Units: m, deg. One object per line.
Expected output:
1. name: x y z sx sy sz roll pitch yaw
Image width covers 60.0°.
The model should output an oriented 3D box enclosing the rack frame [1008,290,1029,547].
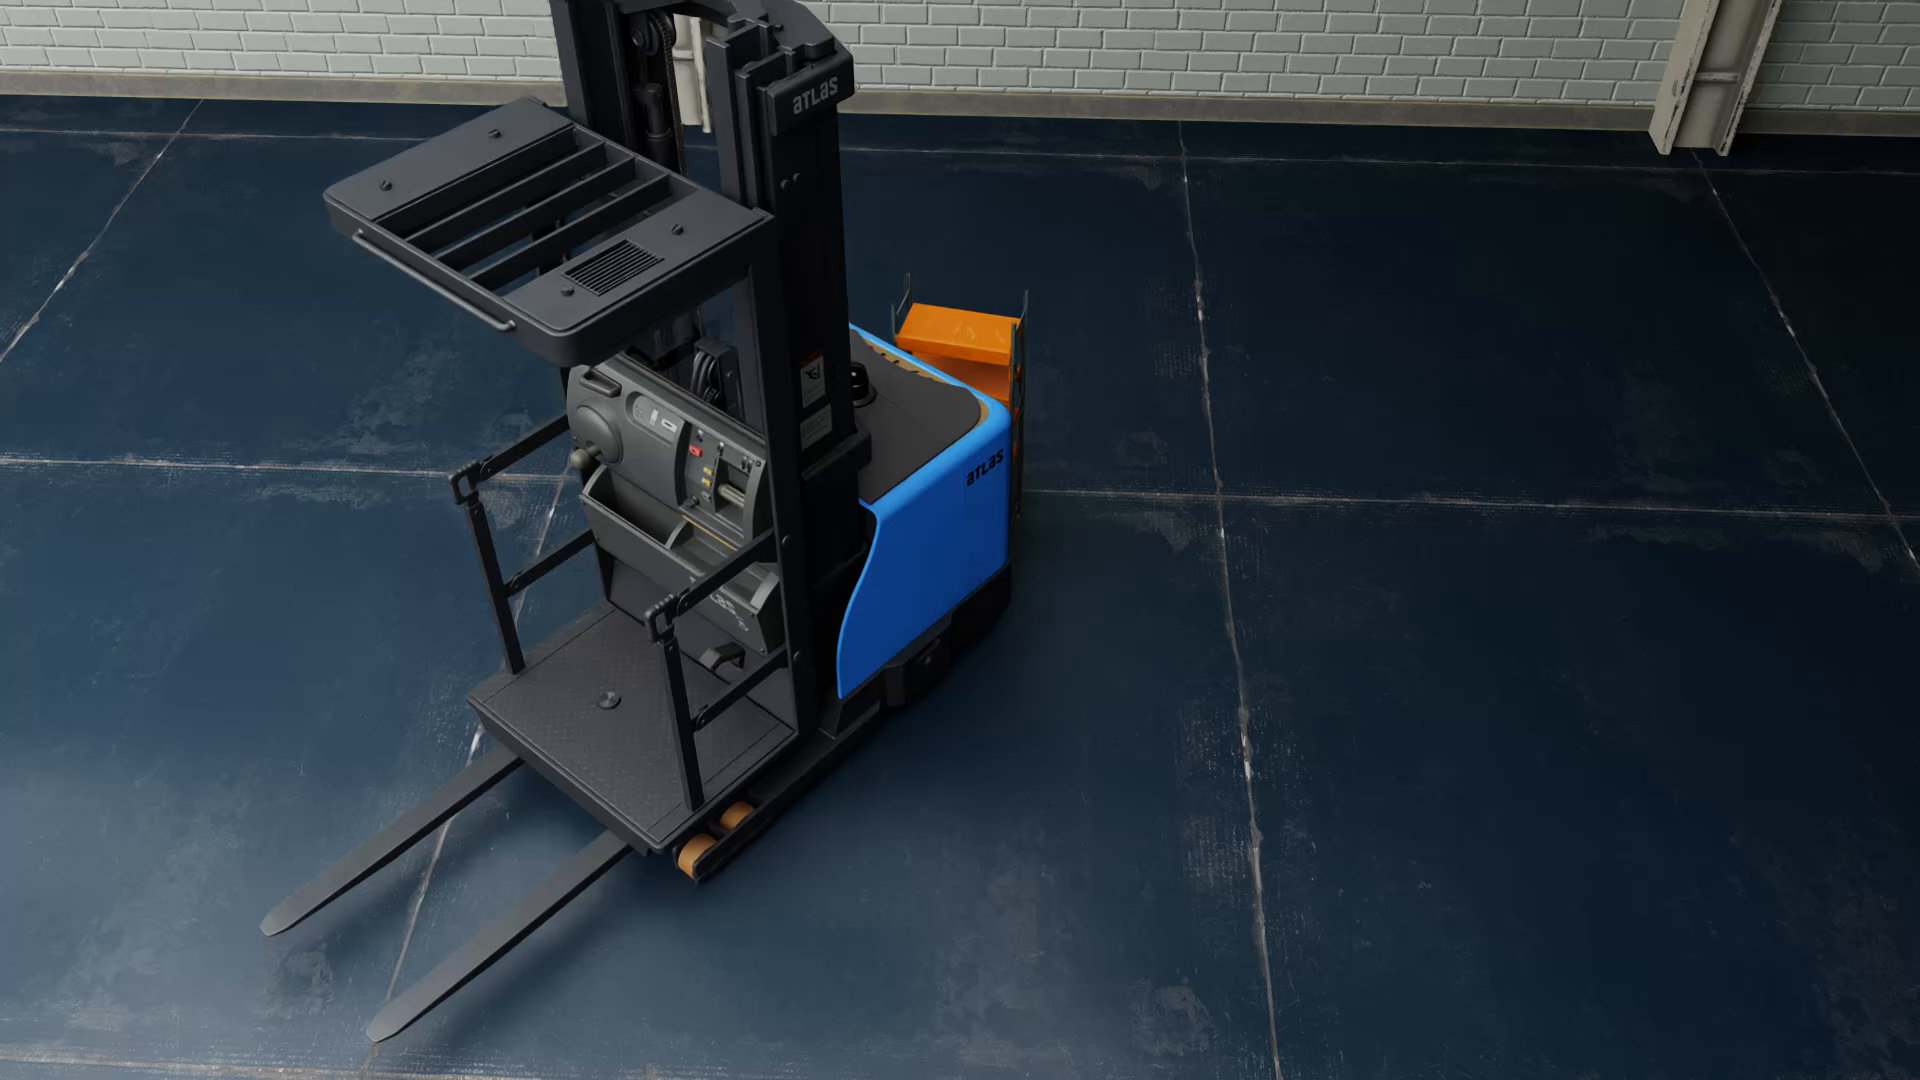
1. rack frame: 0.237 -0.482 6.972 0.015 1.200 0.240 10 44 10

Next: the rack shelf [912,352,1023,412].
1. rack shelf: 0.001 -0.637 6.910 0.480 0.148 0.258 10 44 10

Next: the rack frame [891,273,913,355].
1. rack frame: -0.235 -0.564 7.060 0.015 1.200 0.240 10 44 10

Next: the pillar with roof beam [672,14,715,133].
1. pillar with roof beam: -1.868 -2.911 3.858 0.400 9.000 9.100 2 43 2

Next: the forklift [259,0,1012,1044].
1. forklift: -1.128 -0.238 5.441 1.130 2.935 3.031 30 51 28

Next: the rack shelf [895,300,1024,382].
1. rack shelf: 0.001 -0.810 6.748 0.480 0.148 0.258 10 44 10

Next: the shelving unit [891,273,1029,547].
1. shelving unit: 0.001 -0.523 7.016 0.503 1.200 0.258 10 44 10

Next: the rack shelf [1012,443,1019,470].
1. rack shelf: 0.001 -0.328 7.198 0.480 0.148 0.258 10 44 10

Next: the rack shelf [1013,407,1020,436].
1. rack shelf: 0.001 -0.474 7.062 0.480 0.148 0.258 10 44 10

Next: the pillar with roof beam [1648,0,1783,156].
1. pillar with roof beam: 4.126 -2.726 3.660 0.400 9.000 9.100 2 43 2
